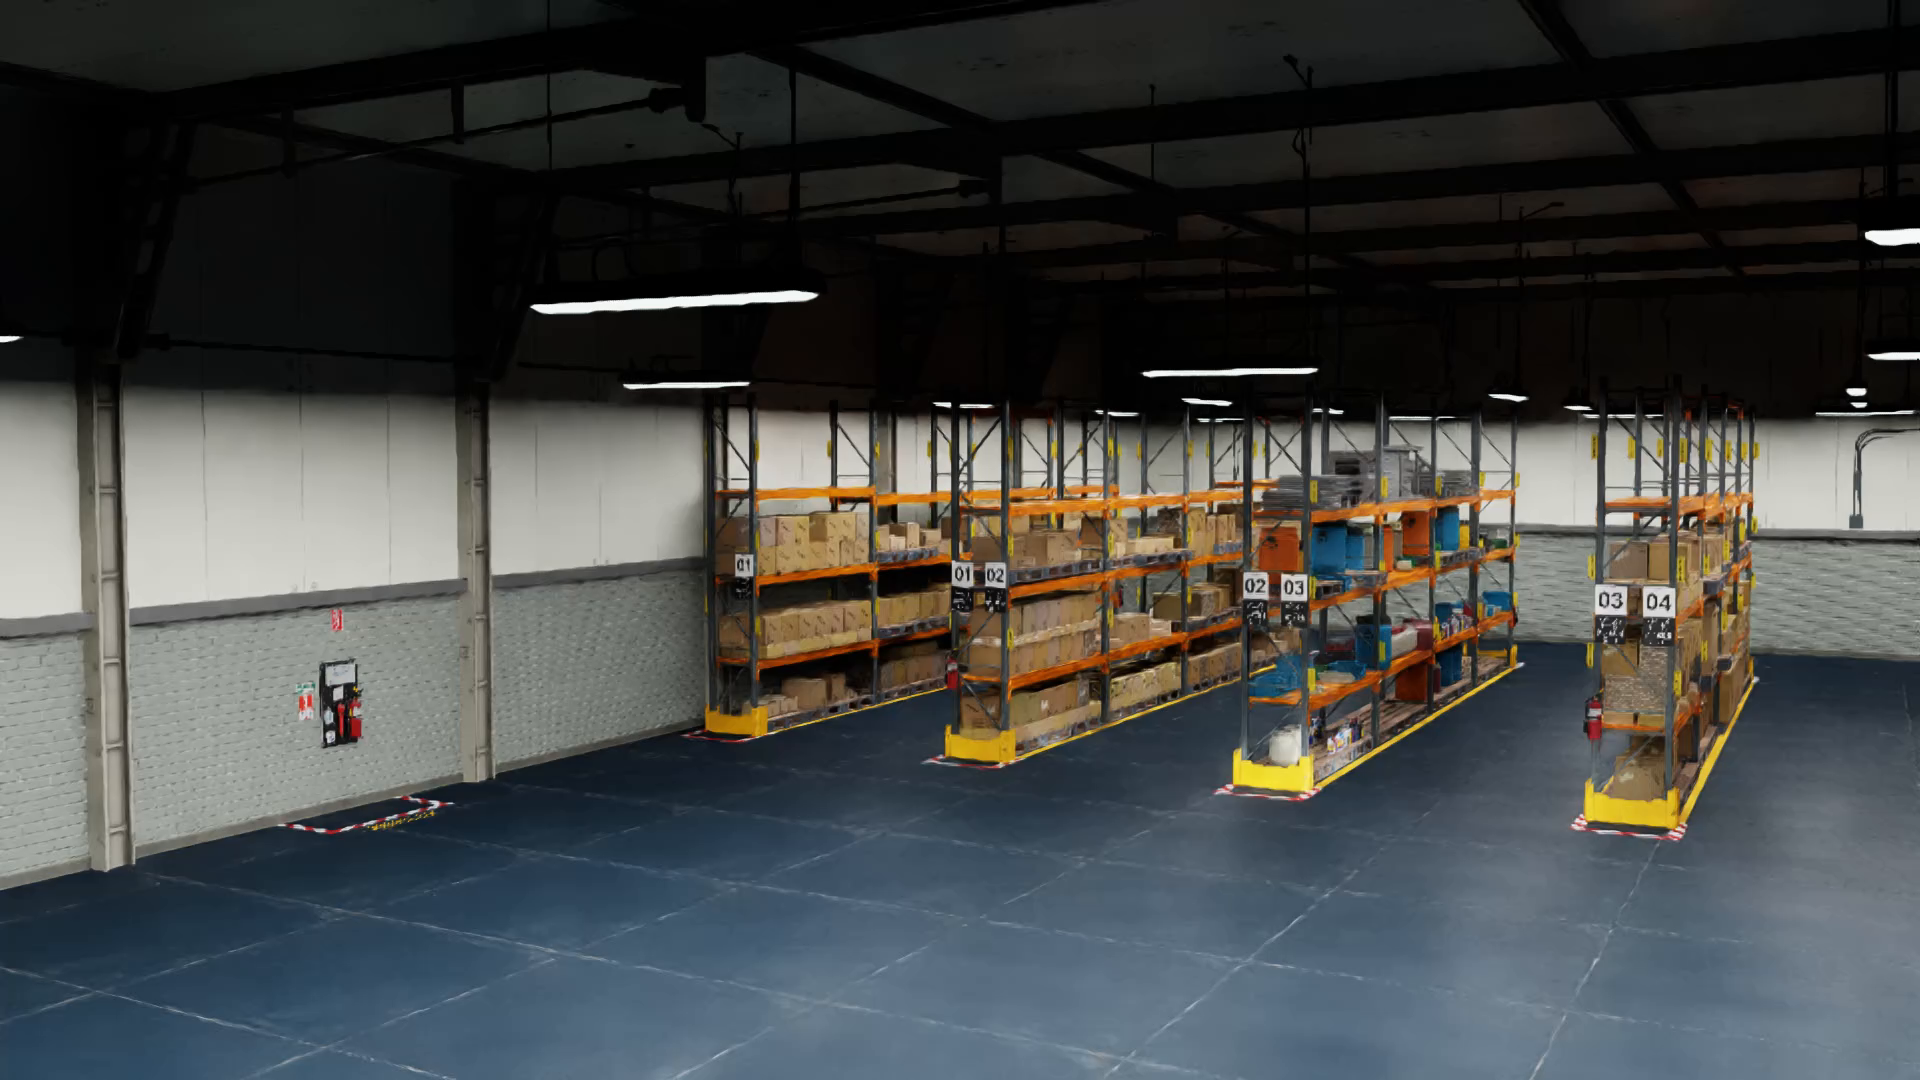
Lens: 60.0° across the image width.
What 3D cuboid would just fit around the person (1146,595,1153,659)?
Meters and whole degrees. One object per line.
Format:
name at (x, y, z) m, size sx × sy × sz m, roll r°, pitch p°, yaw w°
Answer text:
person at (4.606, 2.072, 38.879) m, size 0.484 × 1.620 × 0.986 m, roll 2°, pitch 4°, yaw 38°
